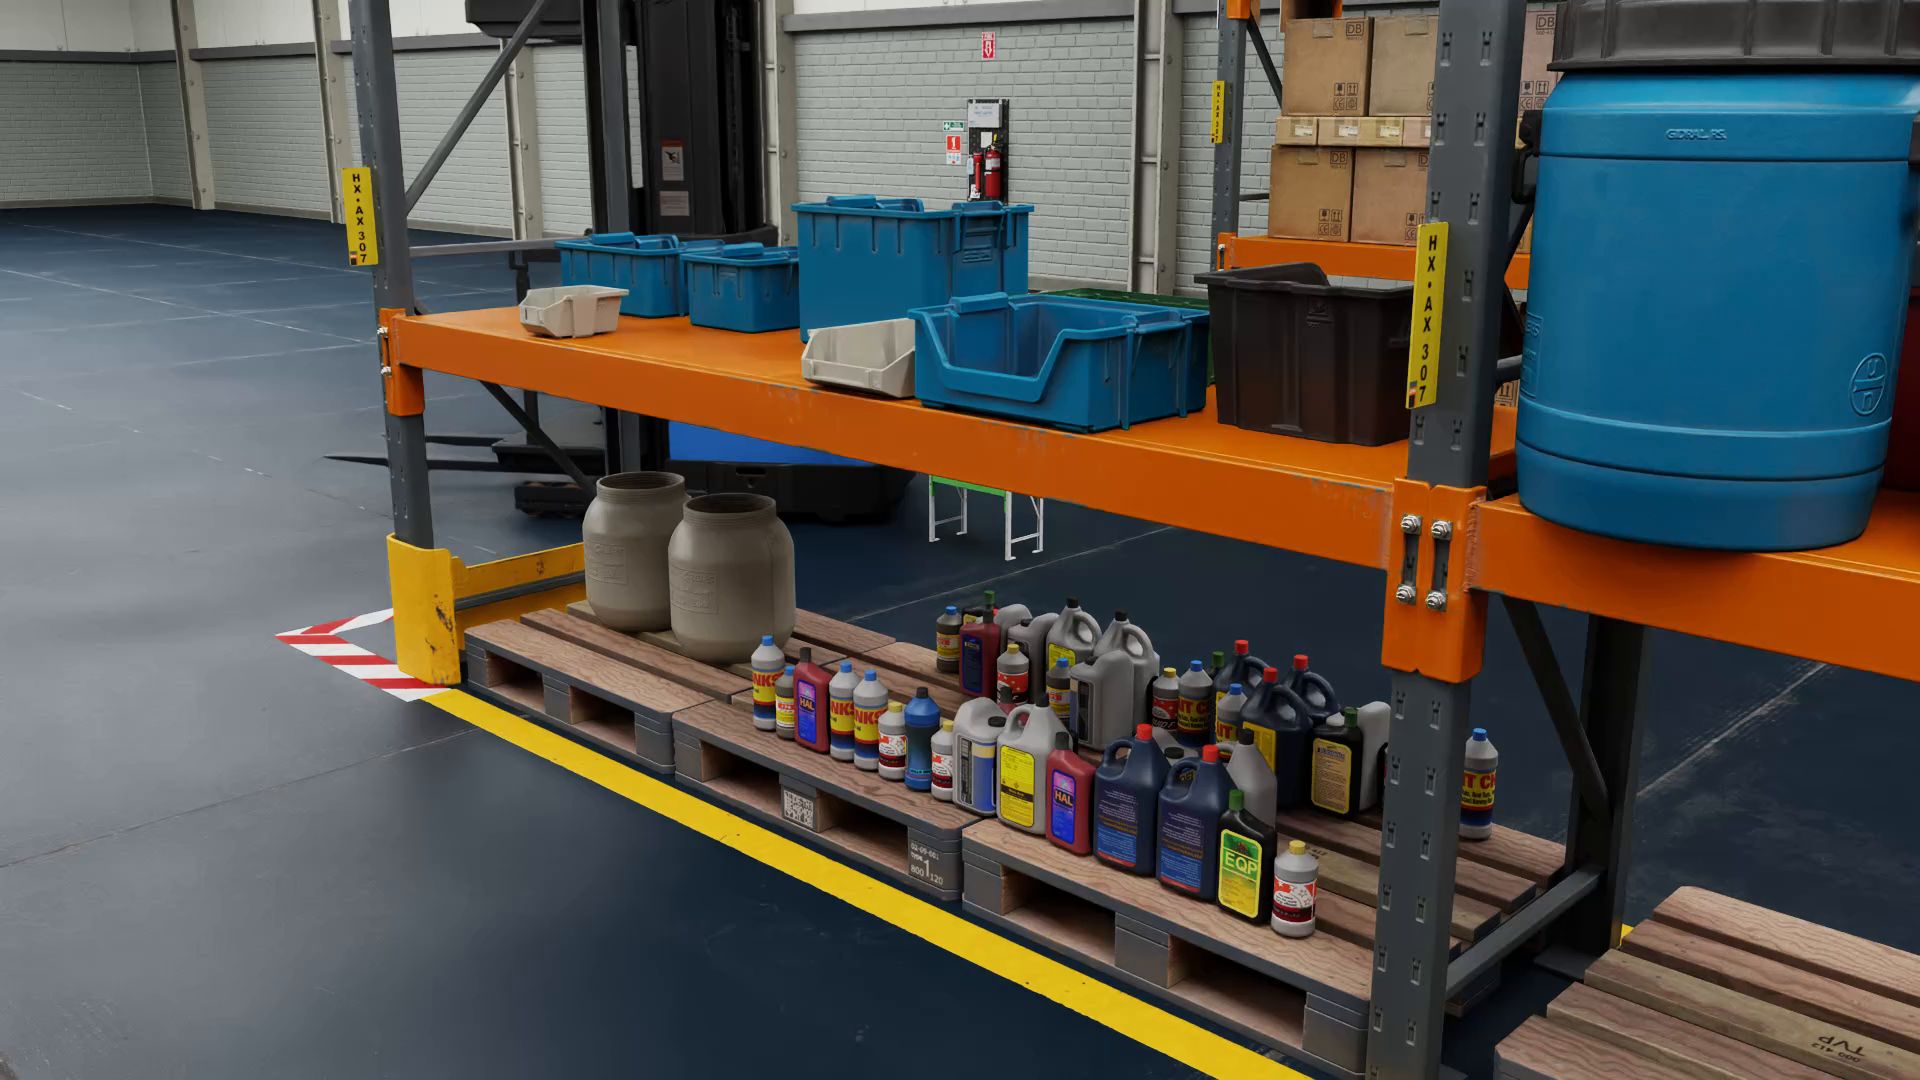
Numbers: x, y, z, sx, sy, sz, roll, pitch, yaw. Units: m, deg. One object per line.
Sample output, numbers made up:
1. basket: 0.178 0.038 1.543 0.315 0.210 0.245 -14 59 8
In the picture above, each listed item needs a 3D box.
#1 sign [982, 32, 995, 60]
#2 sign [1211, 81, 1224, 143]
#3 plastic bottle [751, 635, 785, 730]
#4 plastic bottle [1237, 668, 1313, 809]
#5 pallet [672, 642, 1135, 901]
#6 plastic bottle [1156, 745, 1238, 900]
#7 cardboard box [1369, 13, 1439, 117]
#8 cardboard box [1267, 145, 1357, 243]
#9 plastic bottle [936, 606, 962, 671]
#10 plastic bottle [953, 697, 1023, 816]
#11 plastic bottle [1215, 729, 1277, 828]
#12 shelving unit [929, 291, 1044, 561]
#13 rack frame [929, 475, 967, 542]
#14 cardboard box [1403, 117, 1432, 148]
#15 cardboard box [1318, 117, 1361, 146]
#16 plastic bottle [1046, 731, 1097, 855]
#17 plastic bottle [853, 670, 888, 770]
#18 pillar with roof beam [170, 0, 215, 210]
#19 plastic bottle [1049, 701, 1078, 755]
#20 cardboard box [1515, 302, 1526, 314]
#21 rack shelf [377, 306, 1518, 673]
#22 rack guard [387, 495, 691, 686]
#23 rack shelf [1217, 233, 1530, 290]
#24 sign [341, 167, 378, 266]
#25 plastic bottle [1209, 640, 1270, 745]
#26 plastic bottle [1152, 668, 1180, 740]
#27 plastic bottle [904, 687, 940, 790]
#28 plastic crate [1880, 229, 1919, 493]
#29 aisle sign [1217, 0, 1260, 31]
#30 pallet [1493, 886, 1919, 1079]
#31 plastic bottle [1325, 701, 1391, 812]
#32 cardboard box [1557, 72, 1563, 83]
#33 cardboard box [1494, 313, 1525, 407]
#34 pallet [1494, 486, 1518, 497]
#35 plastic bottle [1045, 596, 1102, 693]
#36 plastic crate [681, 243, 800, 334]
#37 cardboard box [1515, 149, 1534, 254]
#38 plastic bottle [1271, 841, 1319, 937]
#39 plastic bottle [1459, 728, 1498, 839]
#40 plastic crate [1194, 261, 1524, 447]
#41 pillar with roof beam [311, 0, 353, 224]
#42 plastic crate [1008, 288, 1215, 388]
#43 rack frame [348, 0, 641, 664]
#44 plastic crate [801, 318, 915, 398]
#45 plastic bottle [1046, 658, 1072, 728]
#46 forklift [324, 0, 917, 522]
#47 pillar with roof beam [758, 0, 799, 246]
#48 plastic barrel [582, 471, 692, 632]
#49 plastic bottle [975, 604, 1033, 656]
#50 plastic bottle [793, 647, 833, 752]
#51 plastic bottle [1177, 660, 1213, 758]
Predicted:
1. sign: 0.318 -5.528 18.602 0.199 0.298 0.001 14 20 42
2. sign: 1.396 -2.321 9.015 0.005 0.325 0.100 14 20 42
3. plastic bottle: -0.566 0.417 4.923 0.097 0.271 0.097 0 15 0
4. plastic bottle: 0.832 0.514 4.391 0.185 0.351 0.144 14 20 42
5. pallet: -0.112 0.646 5.033 1.213 0.211 1.003 14 20 42
6. plastic bottle: 0.561 0.644 3.892 0.185 0.351 0.144 13 19 41
7. cardboard box: 2.534 -2.455 8.633 0.500 0.500 0.700 13 19 41
8. cardboard box: 2.113 -1.927 9.182 0.500 0.500 0.700 14 20 42
9. plastic bottle: -0.029 0.318 5.438 0.097 0.201 0.097 0 15 0
10. plastic bottle: 0.076 0.561 4.360 0.152 0.276 0.135 -14 20 -43
11. plastic bottle: 0.661 0.618 3.993 0.185 0.351 0.144 14 20 42
12. shelving unit: 0.119 -0.552 7.670 0.503 1.200 0.258 14 20 42
13. rack frame: -0.057 -0.594 7.834 0.015 1.200 0.240 14 20 42
14. cardboard box: 2.470 -2.083 8.494 0.250 0.149 0.380 13 20 41
15. cardboard box: 2.111 -2.172 8.834 0.250 0.149 0.380 13 19 41
16. plastic bottle: 0.277 0.622 4.110 0.061 0.283 0.133 -13 19 -41
17. plastic bottle: -0.247 0.494 4.625 0.097 0.271 0.097 0 15 0
18. pillar with roof beam: -18.258 -10.269 29.498 0.400 9.000 9.100 14 20 42
19. plastic bottle: 0.243 0.563 4.335 0.133 0.283 0.061 14 20 42
20. cardboard box: 3.109 -0.986 8.902 0.500 0.500 0.500 14 20 42
21. rack shelf: -0.215 -0.366 4.816 4.000 0.370 1.077 14 20 42
22. rack guard: -1.568 0.150 6.366 0.348 0.500 1.175 14 20 42
23. rack shelf: 3.226 -1.265 8.264 4.000 0.370 1.077 14 20 42
24. sign: -2.040 -1.099 5.654 0.005 0.325 0.100 14 20 42
25. plastic bottle: 0.796 0.455 4.619 0.185 0.351 0.144 13 19 40
26. plastic bottle: 0.608 0.473 4.844 0.097 0.201 0.097 0 15 0
27. plastic bottle: -0.101 0.530 4.489 0.097 0.271 0.097 0 15 0
28. plastic crate: 1.786 -0.366 3.262 0.583 0.464 0.402 14 20 42
29. aisle sign: 1.526 -3.177 9.020 0.004 0.787 0.394 14 20 42
30. pallet: 1.817 1.115 3.233 1.213 0.211 1.003 14 20 42
31. plastic bottle: 1.048 0.554 4.388 0.152 0.276 0.135 -14 20 -42
32. cardboard box: 3.258 -2.279 7.959 0.500 0.500 0.700 14 20 42
33. cardboard box: 2.748 -0.892 8.540 0.500 0.500 0.500 14 20 42
34. pallet: 3.240 -0.274 8.565 1.213 0.211 1.003 14 20 42
35. plastic bottle: 0.356 0.348 5.029 0.144 0.351 0.185 -14 20 -42
36. plastic crate: -0.623 -0.845 5.520 0.408 0.251 0.499 14 20 42
37. cardboard box: 2.848 -1.748 8.495 0.500 0.500 0.700 14 20 43
38. plastic bottle: 0.747 0.770 3.706 0.097 0.201 0.097 0 15 0
39. plastic bottle: 1.299 0.607 4.190 0.097 0.271 0.097 0 15 0
40. plastic crate: 0.936 -0.449 3.830 0.504 0.338 0.767 14 20 42
41. pillar with roof beam: -13.939 -9.219 25.468 0.400 9.000 9.100 14 20 42
42. plastic crate: 0.443 -0.551 4.517 0.662 0.188 0.450 14 20 42
43. rack frame: -1.655 -1.065 6.069 0.127 3.000 1.000 14 20 42
44. plastic crate: -0.120 -0.475 4.330 0.437 0.136 0.530 14 20 42
45. plastic bottle: 0.303 0.450 4.934 0.097 0.201 0.097 0 15 0
46. forklift: -1.797 -1.662 8.496 3.031 2.935 1.130 2 15 9
47. pillar with roof beam: -5.301 -7.119 17.407 0.400 9.000 9.100 14 20 42
48. plastic barrel: -1.128 0.037 5.941 0.421 0.512 0.421 0 15 0
49. plastic bottle: 0.134 0.331 5.240 0.135 0.276 0.152 14 20 43
50. plastic bottle: -0.416 0.454 4.756 0.133 0.283 0.061 14 20 43
51. plastic bottle: 0.664 0.474 4.701 0.097 0.271 0.097 0 15 0
